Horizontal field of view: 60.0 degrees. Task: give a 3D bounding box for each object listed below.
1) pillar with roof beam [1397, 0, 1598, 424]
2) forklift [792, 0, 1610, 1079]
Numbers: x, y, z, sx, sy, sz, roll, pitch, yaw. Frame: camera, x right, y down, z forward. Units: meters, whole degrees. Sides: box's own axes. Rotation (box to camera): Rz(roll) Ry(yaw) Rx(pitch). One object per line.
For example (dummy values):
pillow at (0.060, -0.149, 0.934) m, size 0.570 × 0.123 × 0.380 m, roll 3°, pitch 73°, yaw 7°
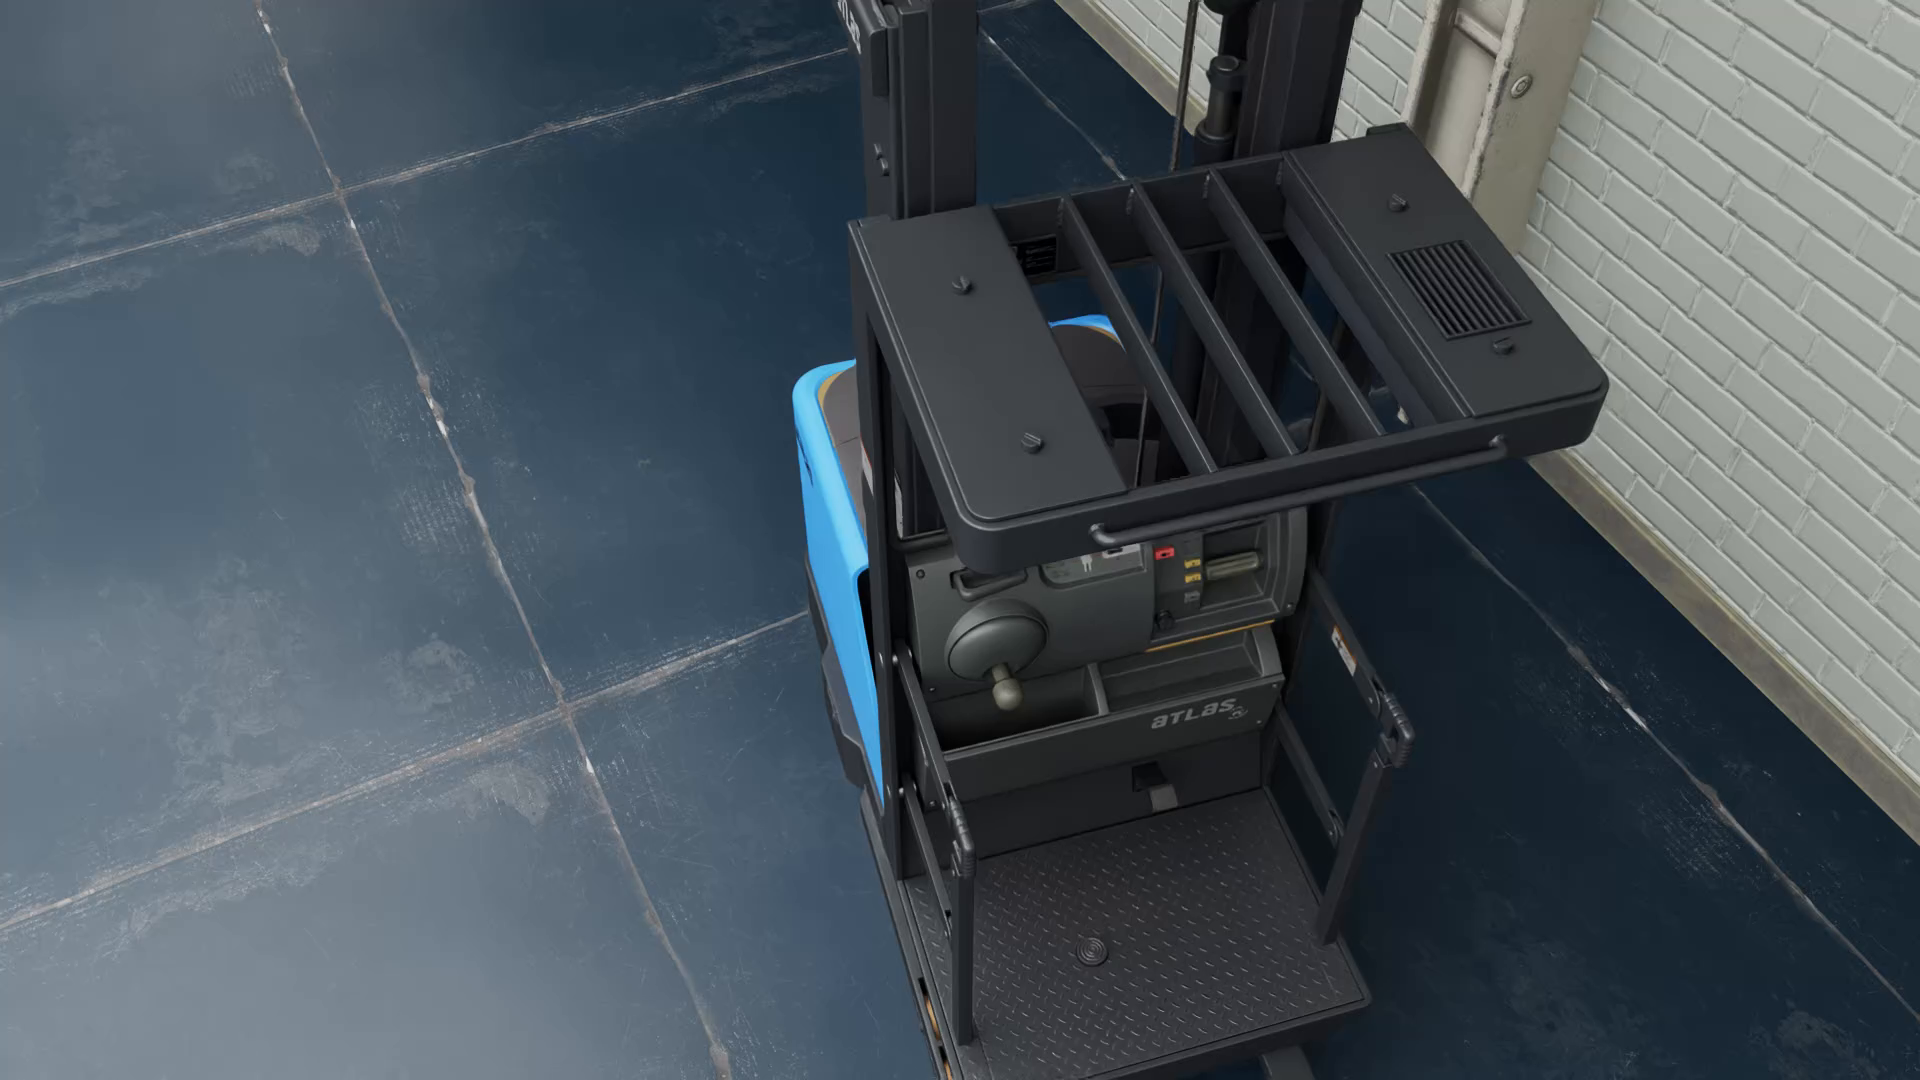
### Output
pillar with roof beam at (-2.141, -2.089, 1.599) m, size 9.100 × 9.000 × 0.400 m, roll -21°, pitch 52°, yaw -18°
forklift at (0.405, 0.221, 3.609) m, size 1.130 × 2.935 × 3.031 m, roll -12°, pitch 50°, yaw -11°
